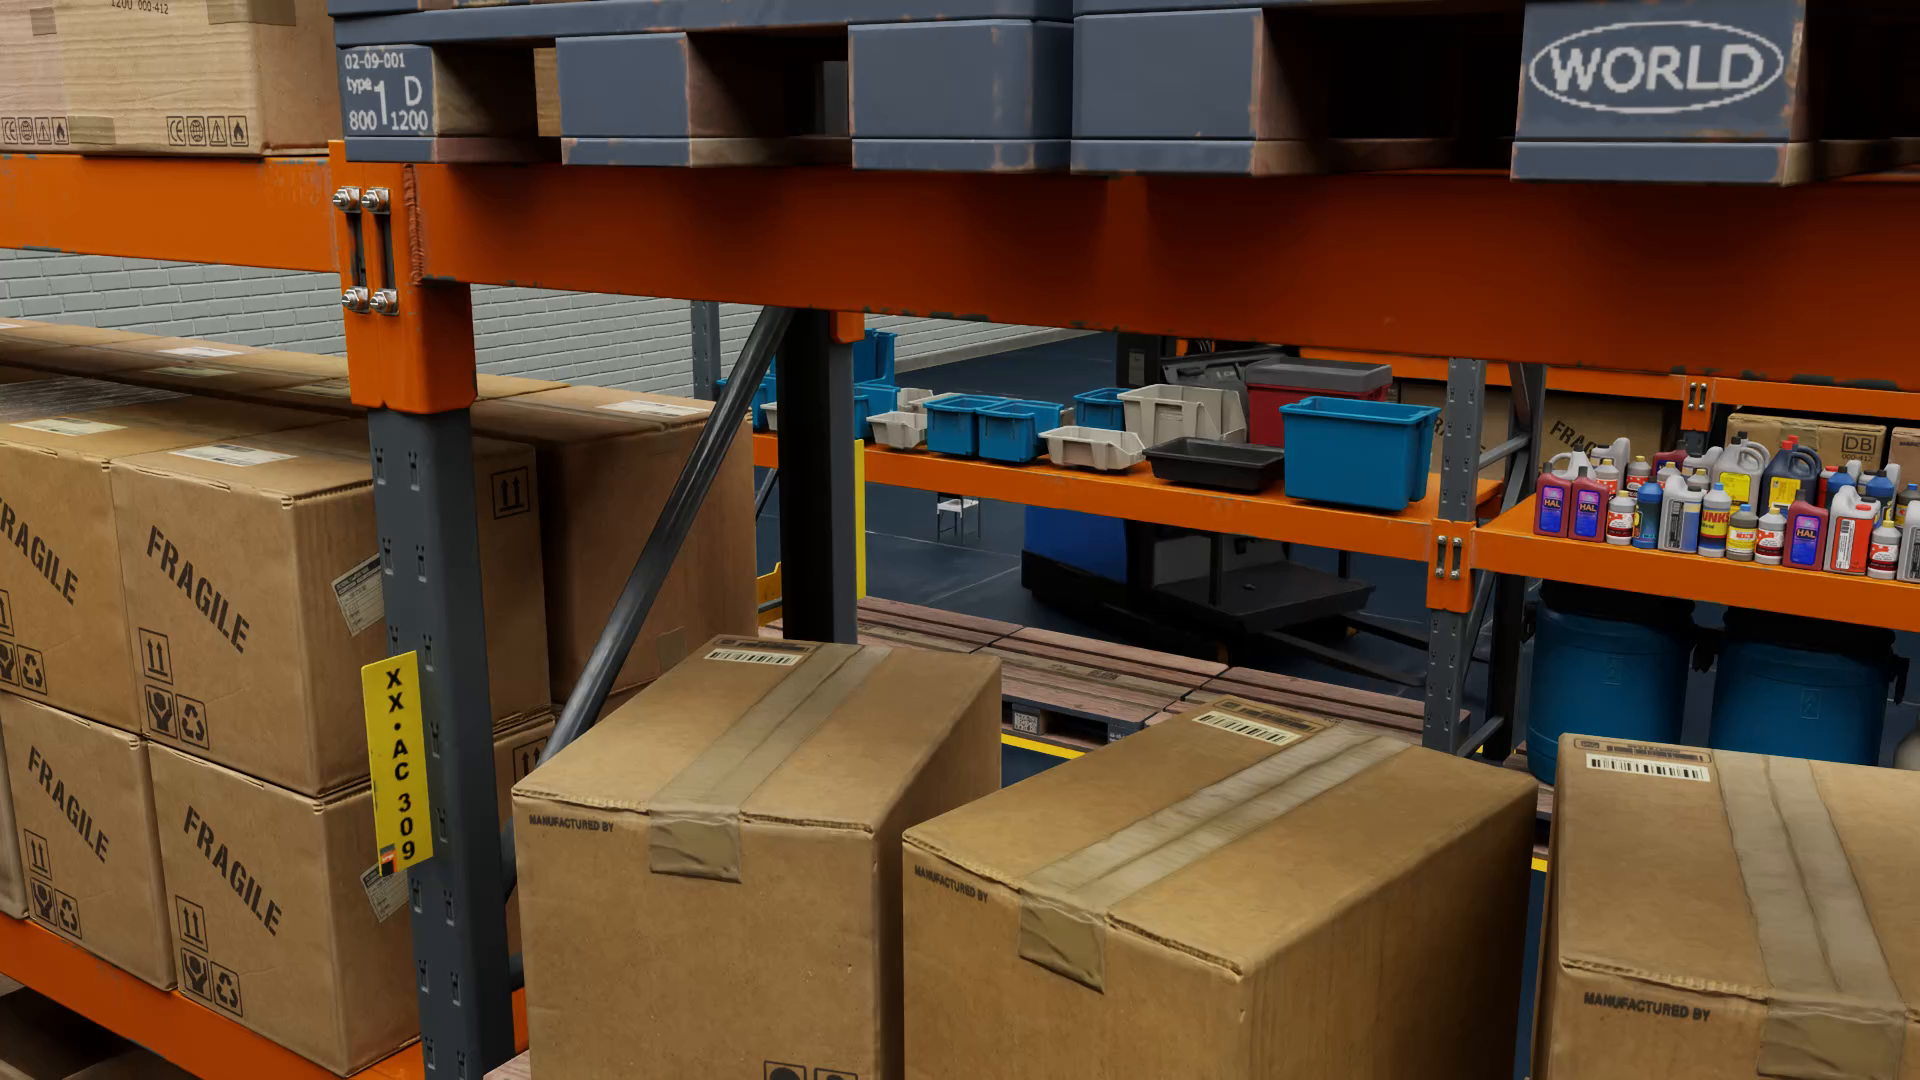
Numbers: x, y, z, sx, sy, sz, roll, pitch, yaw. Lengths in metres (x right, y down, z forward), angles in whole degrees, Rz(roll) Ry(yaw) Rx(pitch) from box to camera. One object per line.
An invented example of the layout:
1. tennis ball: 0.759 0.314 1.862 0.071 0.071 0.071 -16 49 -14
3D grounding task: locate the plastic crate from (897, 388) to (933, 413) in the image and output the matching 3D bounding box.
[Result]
1. plastic crate: -0.302 -0.711 8.877 0.243 0.136 0.396 9 17 33

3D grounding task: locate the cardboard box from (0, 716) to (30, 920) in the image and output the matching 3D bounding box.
1. cardboard box: -1.942 0.439 3.600 0.500 0.500 0.500 10 17 34

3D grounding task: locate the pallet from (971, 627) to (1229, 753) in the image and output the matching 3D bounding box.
1. pallet: 0.592 0.753 8.344 1.213 0.211 1.003 9 17 33

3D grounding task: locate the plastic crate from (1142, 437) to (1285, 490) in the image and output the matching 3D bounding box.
1. plastic crate: 1.161 -0.339 7.397 0.590 0.125 0.437 9 17 33

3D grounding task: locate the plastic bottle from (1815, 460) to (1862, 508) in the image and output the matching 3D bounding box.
1. plastic bottle: 3.469 -0.181 6.572 0.135 0.276 0.152 9 17 33

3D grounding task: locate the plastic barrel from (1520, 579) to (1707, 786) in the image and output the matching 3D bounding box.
1. plastic barrel: 2.682 0.544 6.875 0.708 0.901 0.600 9 17 33

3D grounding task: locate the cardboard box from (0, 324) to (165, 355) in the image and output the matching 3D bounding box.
1. cardboard box: -2.472 -0.289 4.459 0.500 0.500 0.500 10 17 34

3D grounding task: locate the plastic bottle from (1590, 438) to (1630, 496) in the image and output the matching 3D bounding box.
1. plastic bottle: 2.747 -0.298 7.043 0.135 0.276 0.152 9 17 33

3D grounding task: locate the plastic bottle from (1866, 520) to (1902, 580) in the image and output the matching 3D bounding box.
1. plastic bottle: 3.261 0.033 5.861 0.097 0.201 0.097 0 14 0

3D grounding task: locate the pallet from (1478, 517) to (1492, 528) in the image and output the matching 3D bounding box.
1. pallet: 4.417 -0.098 11.781 1.213 0.211 1.003 9 17 33

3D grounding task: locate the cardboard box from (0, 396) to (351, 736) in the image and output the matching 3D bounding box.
1. cardboard box: -1.518 0.022 3.202 0.500 0.500 0.500 9 16 32

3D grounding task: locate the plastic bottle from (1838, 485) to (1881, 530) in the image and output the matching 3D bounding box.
1. plastic bottle: 3.264 -0.055 6.060 0.135 0.276 0.152 9 17 33

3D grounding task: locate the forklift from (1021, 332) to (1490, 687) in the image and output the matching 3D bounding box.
1. forklift: 1.626 -0.846 9.143 1.130 2.935 3.031 -9 17 -33

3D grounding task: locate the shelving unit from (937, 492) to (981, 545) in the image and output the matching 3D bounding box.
1. shelving unit: -0.007 -0.438 11.719 0.210 0.900 0.258 9 17 33

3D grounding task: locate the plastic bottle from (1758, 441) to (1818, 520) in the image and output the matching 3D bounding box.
1. plastic bottle: 3.258 -0.211 6.537 0.185 0.351 0.144 9 17 33

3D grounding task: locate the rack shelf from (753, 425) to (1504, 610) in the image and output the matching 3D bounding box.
1. rack shelf: 0.580 -0.266 8.151 4.000 0.370 1.077 9 17 33

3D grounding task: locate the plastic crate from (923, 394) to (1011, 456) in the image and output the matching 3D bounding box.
1. plastic crate: 0.034 -0.556 8.049 0.300 0.233 0.416 9 17 33

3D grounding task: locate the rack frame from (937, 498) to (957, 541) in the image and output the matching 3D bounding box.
1. rack frame: -0.091 -0.452 11.775 0.006 0.900 0.240 9 17 33

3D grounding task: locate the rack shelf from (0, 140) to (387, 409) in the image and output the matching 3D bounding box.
1. rack shelf: -2.187 -0.735 3.803 4.000 0.370 1.077 9 17 33

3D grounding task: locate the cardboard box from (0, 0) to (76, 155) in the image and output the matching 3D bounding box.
1. cardboard box: -1.489 -0.824 2.980 0.500 0.250 0.500 9 17 33

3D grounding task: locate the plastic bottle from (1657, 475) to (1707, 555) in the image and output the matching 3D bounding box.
1. plastic bottle: 2.715 -0.099 6.240 0.135 0.276 0.152 9 17 33

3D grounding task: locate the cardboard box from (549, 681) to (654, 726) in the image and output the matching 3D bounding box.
1. cardboard box: -0.799 0.469 3.477 0.500 0.500 0.500 10 17 34

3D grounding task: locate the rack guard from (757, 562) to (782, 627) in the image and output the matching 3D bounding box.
1. rack guard: -1.106 0.330 9.451 0.348 0.500 1.175 9 17 33

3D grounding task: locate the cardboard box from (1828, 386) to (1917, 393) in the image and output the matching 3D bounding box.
1. cardboard box: 5.664 -1.204 10.237 0.500 0.500 0.500 9 17 33

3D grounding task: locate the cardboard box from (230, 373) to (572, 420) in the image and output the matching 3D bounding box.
1. cardboard box: -1.190 -0.082 3.623 0.500 0.500 0.500 9 16 31

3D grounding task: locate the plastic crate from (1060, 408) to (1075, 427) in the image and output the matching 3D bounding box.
1. plastic crate: 0.432 -0.601 8.432 0.250 0.136 0.298 9 17 33

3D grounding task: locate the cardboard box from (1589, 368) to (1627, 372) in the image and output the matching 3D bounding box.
1. cardboard box: 4.354 -1.222 11.042 0.250 0.149 0.380 10 17 34

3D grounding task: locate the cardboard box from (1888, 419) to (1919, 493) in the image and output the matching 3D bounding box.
1. cardboard box: 6.288 -0.305 10.362 0.875 0.875 1.225 9 16 31

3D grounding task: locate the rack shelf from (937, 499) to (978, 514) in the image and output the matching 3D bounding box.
1. rack shelf: -0.007 -0.231 11.771 0.200 0.077 0.258 9 17 33

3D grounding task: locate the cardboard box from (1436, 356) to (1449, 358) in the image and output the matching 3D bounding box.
1. cardboard box: 3.502 -1.360 11.598 0.250 0.149 0.380 9 16 32

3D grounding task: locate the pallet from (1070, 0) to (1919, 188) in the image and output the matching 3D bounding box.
1. pallet: 0.836 -0.484 1.687 1.003 0.211 1.213 9 17 33

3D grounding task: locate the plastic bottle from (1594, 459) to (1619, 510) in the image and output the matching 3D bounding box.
1. plastic bottle: 2.693 -0.235 6.942 0.097 0.201 0.097 0 14 0

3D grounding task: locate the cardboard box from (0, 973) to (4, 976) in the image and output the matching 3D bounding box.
1. cardboard box: -2.972 1.362 5.060 0.250 0.166 0.380 9 17 33

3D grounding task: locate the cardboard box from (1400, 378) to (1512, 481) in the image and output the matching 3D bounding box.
1. cardboard box: 3.754 -0.732 12.085 0.875 0.875 0.875 9 17 33

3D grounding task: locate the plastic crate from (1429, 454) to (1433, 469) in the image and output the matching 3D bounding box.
1. plastic crate: 1.933 -0.339 7.373 0.243 0.136 0.396 9 17 33

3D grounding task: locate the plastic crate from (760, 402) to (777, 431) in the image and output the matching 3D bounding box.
1. plastic crate: -0.838 -0.626 8.534 0.298 0.136 0.250 9 17 33

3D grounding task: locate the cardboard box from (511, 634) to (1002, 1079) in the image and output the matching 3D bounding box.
1. cardboard box: -0.260 0.496 2.494 0.500 0.500 0.700 4 14 14

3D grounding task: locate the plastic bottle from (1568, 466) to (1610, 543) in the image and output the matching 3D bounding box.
1. plastic bottle: 2.417 -0.138 6.381 0.133 0.283 0.061 9 17 33

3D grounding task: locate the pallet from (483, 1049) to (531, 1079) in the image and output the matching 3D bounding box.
1. pallet: 0.074 0.863 2.496 1.213 0.211 1.003 9 17 33

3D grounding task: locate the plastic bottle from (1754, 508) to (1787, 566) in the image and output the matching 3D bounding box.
1. plastic bottle: 2.957 -0.016 6.059 0.097 0.201 0.097 0 14 0

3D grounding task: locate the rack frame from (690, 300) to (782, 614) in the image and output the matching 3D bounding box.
1. rack frame: -1.079 -0.883 9.148 0.127 3.000 1.000 9 17 33

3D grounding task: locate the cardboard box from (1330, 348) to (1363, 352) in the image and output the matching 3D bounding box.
1. cardboard box: 2.864 -1.463 12.015 0.250 0.149 0.380 9 16 32

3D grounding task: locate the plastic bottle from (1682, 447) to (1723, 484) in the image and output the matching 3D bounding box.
1. plastic bottle: 3.050 -0.249 6.845 0.135 0.276 0.152 9 17 33
